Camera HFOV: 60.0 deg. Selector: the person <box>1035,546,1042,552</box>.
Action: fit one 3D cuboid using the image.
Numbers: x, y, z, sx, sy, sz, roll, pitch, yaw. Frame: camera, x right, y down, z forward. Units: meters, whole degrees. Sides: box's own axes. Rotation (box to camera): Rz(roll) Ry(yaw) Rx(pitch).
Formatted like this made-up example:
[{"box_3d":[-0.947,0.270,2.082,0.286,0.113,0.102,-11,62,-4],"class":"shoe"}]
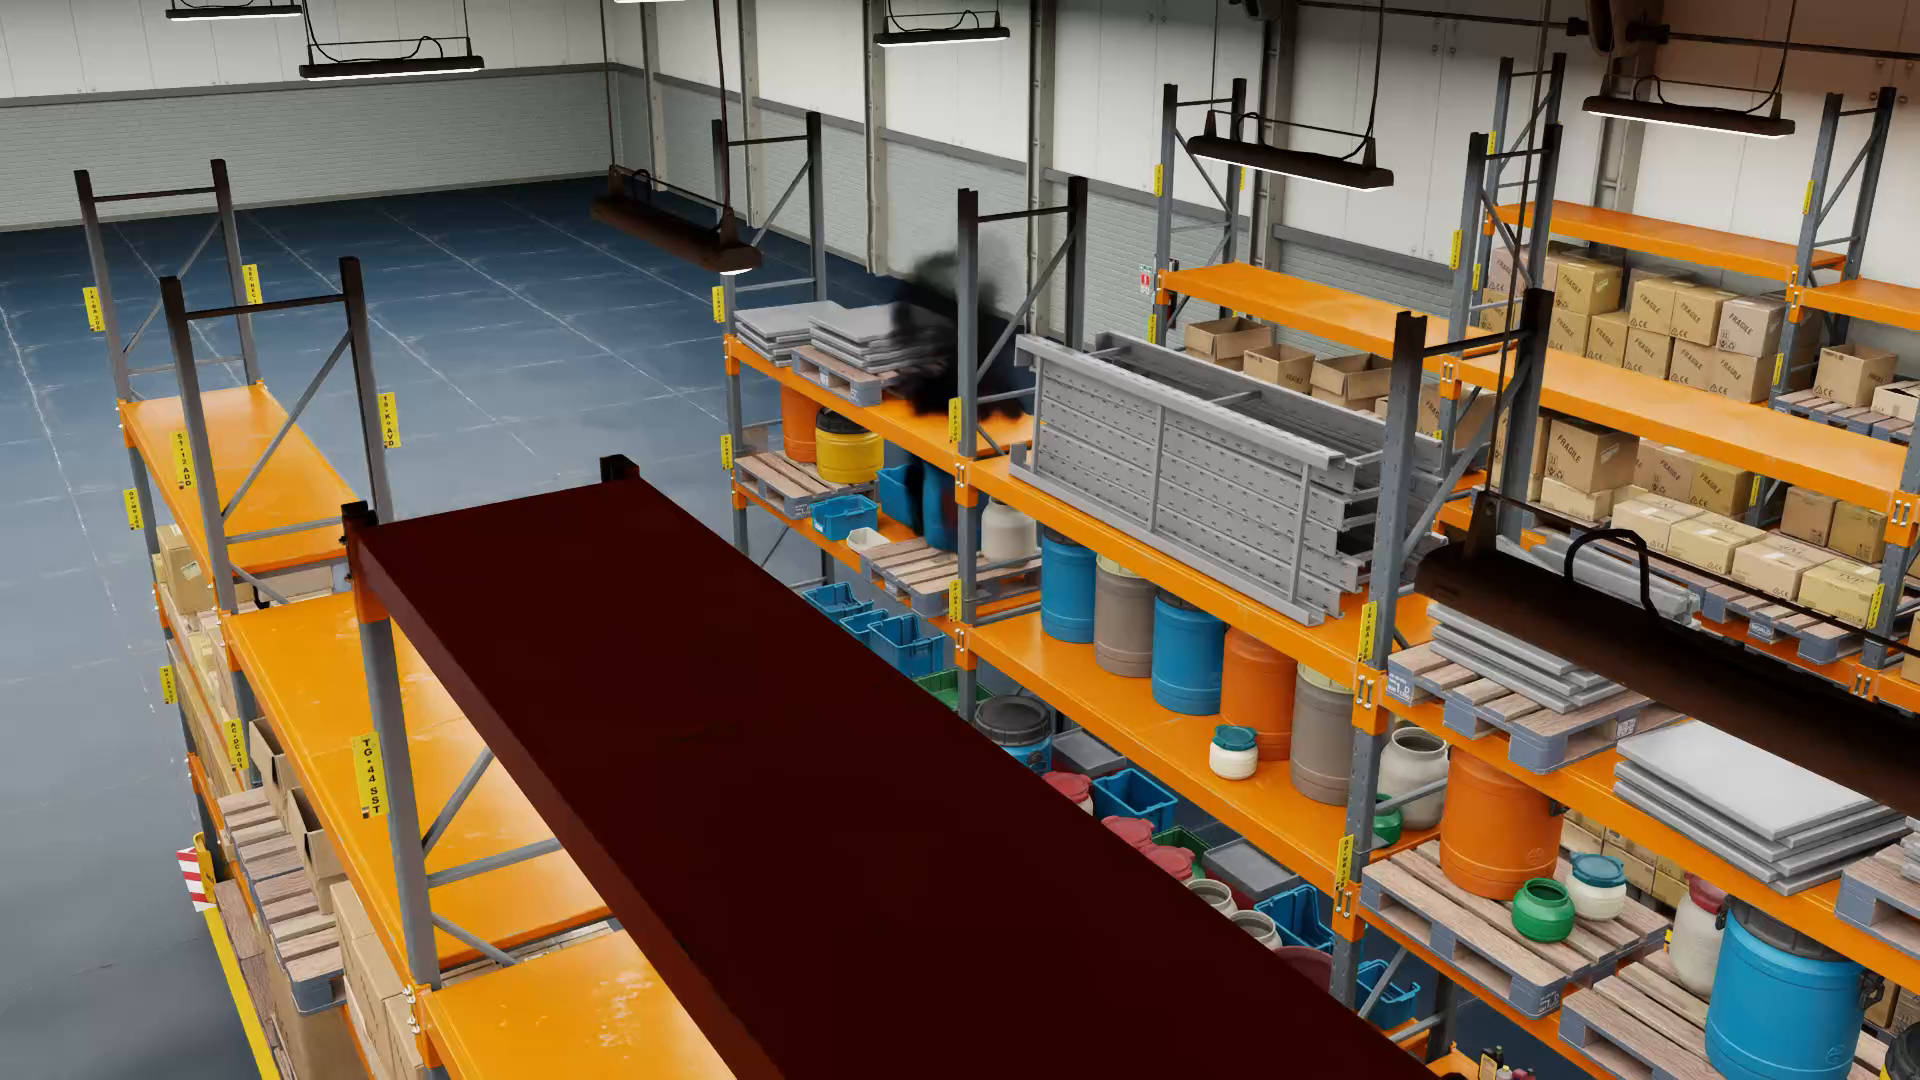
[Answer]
[{"box_3d":[0.526,-0.398,19.976,0.931,1.778,0.707,1,22,2],"class":"person"}]
